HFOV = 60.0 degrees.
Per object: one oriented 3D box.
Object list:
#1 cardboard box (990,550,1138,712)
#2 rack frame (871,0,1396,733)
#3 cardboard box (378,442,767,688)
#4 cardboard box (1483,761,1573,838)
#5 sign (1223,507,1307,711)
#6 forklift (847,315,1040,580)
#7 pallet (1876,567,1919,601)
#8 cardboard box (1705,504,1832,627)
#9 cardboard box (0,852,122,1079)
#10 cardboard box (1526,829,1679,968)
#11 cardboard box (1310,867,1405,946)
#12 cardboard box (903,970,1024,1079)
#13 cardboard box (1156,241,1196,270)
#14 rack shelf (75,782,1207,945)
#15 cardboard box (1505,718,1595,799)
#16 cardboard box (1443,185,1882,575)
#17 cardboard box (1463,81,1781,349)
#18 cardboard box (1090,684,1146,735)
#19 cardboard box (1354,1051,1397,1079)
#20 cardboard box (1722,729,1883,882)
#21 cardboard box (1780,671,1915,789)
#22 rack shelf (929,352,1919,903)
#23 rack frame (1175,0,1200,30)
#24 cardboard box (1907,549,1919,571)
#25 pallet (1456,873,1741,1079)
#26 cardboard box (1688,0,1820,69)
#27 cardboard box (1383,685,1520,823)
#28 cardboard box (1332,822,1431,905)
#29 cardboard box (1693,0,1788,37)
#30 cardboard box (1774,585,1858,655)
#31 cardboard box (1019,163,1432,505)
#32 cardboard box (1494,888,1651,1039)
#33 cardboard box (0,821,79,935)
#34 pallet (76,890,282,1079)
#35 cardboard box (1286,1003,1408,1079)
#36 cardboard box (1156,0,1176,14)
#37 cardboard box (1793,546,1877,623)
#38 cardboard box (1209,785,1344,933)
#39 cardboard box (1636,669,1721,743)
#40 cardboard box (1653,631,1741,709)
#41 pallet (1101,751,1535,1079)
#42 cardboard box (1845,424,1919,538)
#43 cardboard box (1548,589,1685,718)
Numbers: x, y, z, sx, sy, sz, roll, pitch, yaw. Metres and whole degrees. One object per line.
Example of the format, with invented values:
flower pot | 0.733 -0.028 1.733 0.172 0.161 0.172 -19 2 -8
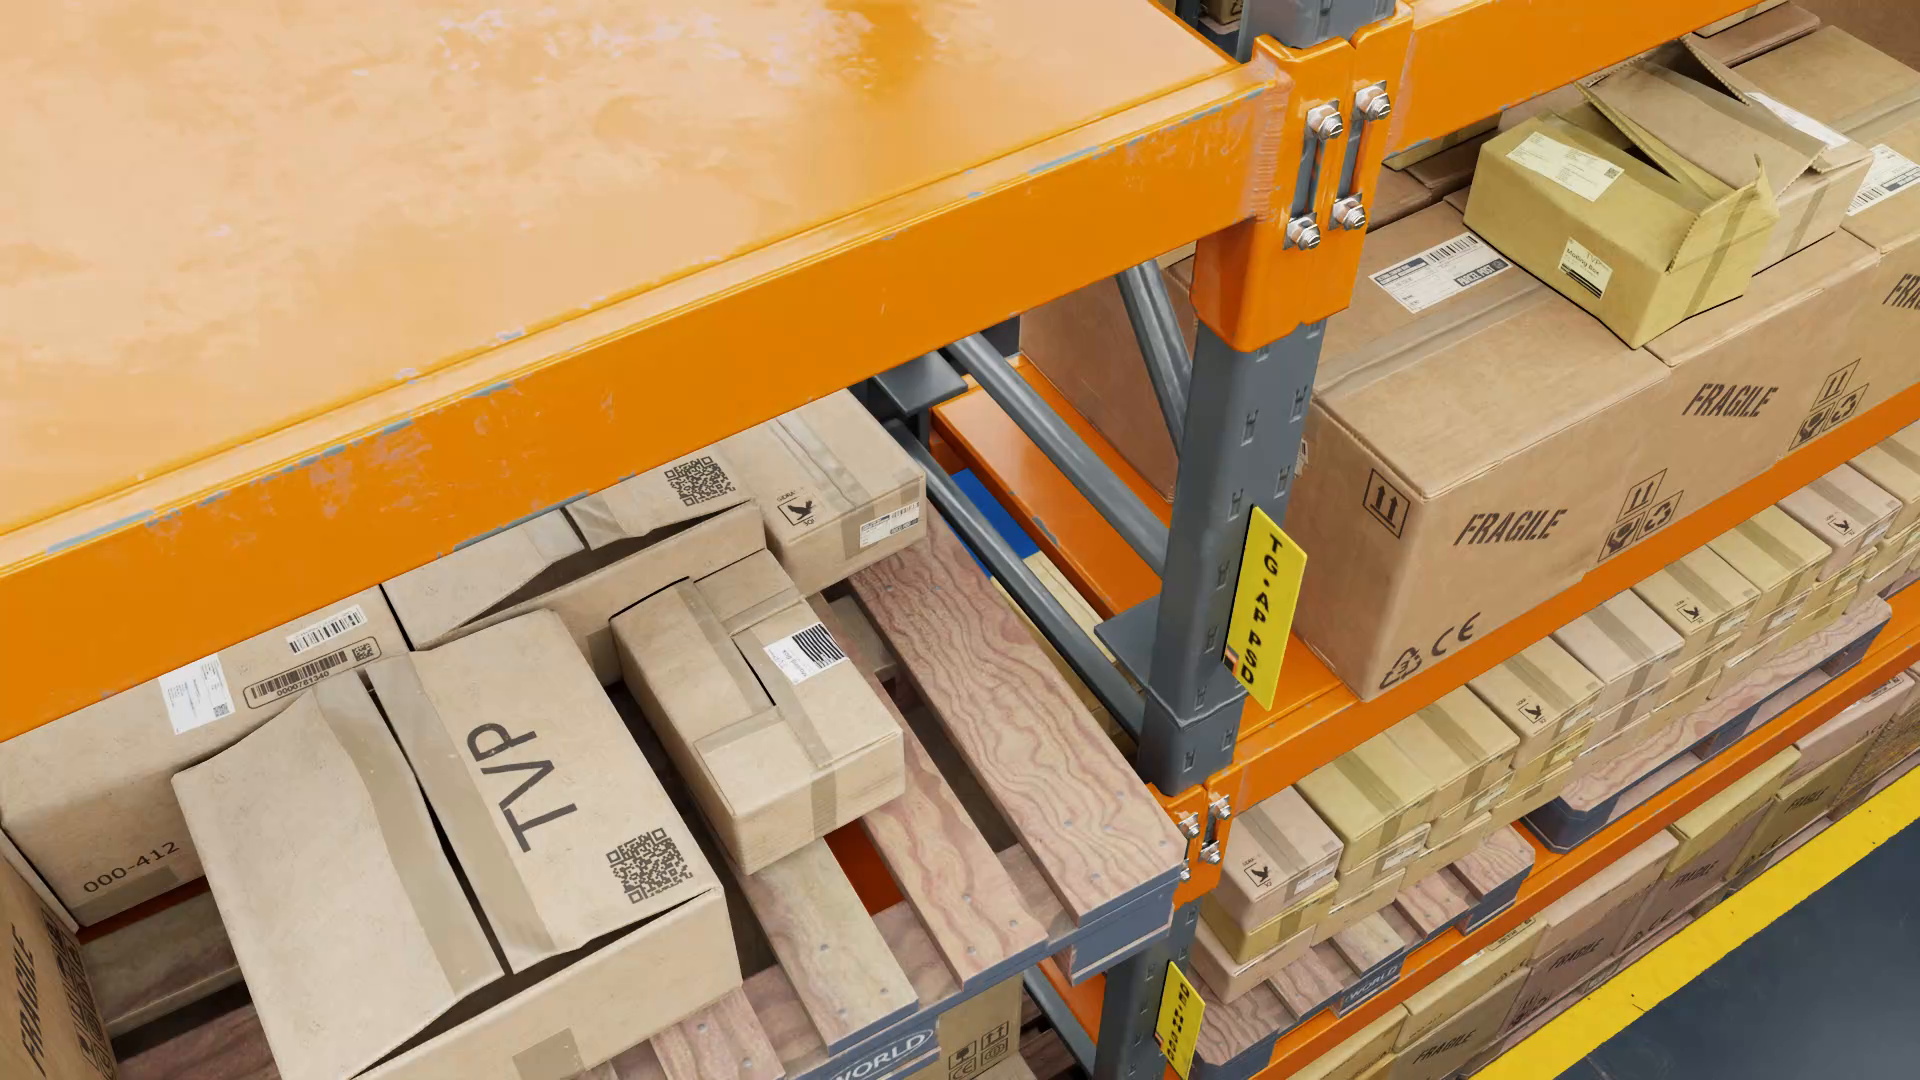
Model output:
cardboard box | 0.279 0.200 3.997 0.250 0.149 0.380 -27 54 -22
rack frame | 0.110 -1.057 1.610 0.127 3.000 1.000 -25 53 -21
cardboard box | -0.620 -0.053 2.437 0.500 0.311 0.500 -25 53 -21
cardboard box | 1.278 0.509 4.121 0.250 0.149 0.380 -23 52 -19
sign | 0.399 0.097 2.193 0.005 0.325 0.100 -25 53 -21
forklift | -0.650 -1.157 5.763 3.031 2.935 1.130 15 50 13
pallet | 2.768 -0.379 5.153 1.213 0.211 1.003 -25 53 -21
cardboard box | 1.927 0.001 4.174 0.250 0.149 0.380 -26 53 -21
cardboard box | -1.211 0.604 1.725 0.500 0.500 0.500 -25 53 -21
cardboard box | 1.676 0.868 4.804 0.500 0.250 0.500 -25 53 -21
cardboard box | 0.823 0.725 3.928 0.250 0.149 0.380 -23 52 -19
cardboard box | -0.275 0.745 3.286 0.500 0.500 0.700 -25 53 -21
cardboard box | 0.313 -0.672 2.697 0.258 0.266 0.396 -25 53 -21
rack shelf | -1.582 0.977 2.290 4.000 0.370 1.077 -25 53 -21
cardboard box | 1.291 0.399 4.019 0.250 0.149 0.380 -25 53 -21
cardboard box | 1.154 -0.355 2.928 0.500 0.500 0.500 -25 53 -21
cardboard box | 1.035 -0.539 2.579 0.258 0.266 0.396 -25 53 -21
cardboard box | 0.284 0.299 4.108 0.250 0.149 0.380 -24 53 -20
cardboard box | 0.844 1.509 4.735 0.500 0.500 0.500 -27 54 -22
cardboard box | 2.567 0.695 5.461 0.500 0.500 0.500 -26 53 -22
cardboard box | 2.556 0.440 5.185 0.500 0.250 0.500 -23 52 -19
rack shelf | 1.801 -0.617 3.709 4.000 0.370 1.077 -25 53 -21
rack frame | 0.931 -3.828 8.096 0.127 3.000 1.000 -25 53 -21
cardboard box | 2.619 -0.126 4.686 0.250 0.149 0.380 -28 54 -23
pallet | 1.802 1.072 5.599 1.213 0.211 1.003 -25 53 -21
cardboard box | 1.298 -0.884 3.399 0.500 0.500 0.500 -25 53 -21
cardboard box | 1.039 0.419 3.802 0.250 0.149 0.380 -25 53 -21
cardboard box | 0.854 0.608 3.833 0.250 0.149 0.380 -23 52 -19
cardboard box | 1.390 -1.198 3.165 0.258 0.266 0.396 -25 53 -21
cardboard box | 2.162 0.093 4.491 0.250 0.149 0.380 -23 52 -19
cardboard box | 0.457 -0.480 3.039 0.500 0.500 0.500 -25 53 -21
cardboard box | 1.699 1.100 5.100 0.500 0.500 0.500 -26 53 -22
cardboard box | -1.478 0.352 2.077 0.500 0.311 0.500 -26 53 -21
pallet | -1.351 0.741 2.144 1.213 0.211 1.003 -23 52 -19
cardboard box | 0.822 1.259 4.456 0.500 0.250 0.500 -27 54 -22
cardboard box | 0.401 -2.994 8.494 0.875 0.875 1.225 -25 53 -21
cardboard box | 2.148 0.001 4.374 0.250 0.149 0.380 -25 53 -21
cardboard box | 0.607 0.621 3.622 0.250 0.149 0.380 -25 53 -21
cardboard box | 1.716 0.302 4.305 0.250 0.149 0.380 -25 53 -20
cardboard box | 1.714 0.204 4.193 0.250 0.149 0.380 -26 53 -21
pallet | 0.655 0.651 4.235 1.003 0.211 1.213 -25 53 -21
cardboard box | 2.379 -0.216 4.368 0.250 0.149 0.380 -27 54 -22
cardboard box | 1.492 0.205 3.993 0.250 0.149 0.380 -23 52 -19
